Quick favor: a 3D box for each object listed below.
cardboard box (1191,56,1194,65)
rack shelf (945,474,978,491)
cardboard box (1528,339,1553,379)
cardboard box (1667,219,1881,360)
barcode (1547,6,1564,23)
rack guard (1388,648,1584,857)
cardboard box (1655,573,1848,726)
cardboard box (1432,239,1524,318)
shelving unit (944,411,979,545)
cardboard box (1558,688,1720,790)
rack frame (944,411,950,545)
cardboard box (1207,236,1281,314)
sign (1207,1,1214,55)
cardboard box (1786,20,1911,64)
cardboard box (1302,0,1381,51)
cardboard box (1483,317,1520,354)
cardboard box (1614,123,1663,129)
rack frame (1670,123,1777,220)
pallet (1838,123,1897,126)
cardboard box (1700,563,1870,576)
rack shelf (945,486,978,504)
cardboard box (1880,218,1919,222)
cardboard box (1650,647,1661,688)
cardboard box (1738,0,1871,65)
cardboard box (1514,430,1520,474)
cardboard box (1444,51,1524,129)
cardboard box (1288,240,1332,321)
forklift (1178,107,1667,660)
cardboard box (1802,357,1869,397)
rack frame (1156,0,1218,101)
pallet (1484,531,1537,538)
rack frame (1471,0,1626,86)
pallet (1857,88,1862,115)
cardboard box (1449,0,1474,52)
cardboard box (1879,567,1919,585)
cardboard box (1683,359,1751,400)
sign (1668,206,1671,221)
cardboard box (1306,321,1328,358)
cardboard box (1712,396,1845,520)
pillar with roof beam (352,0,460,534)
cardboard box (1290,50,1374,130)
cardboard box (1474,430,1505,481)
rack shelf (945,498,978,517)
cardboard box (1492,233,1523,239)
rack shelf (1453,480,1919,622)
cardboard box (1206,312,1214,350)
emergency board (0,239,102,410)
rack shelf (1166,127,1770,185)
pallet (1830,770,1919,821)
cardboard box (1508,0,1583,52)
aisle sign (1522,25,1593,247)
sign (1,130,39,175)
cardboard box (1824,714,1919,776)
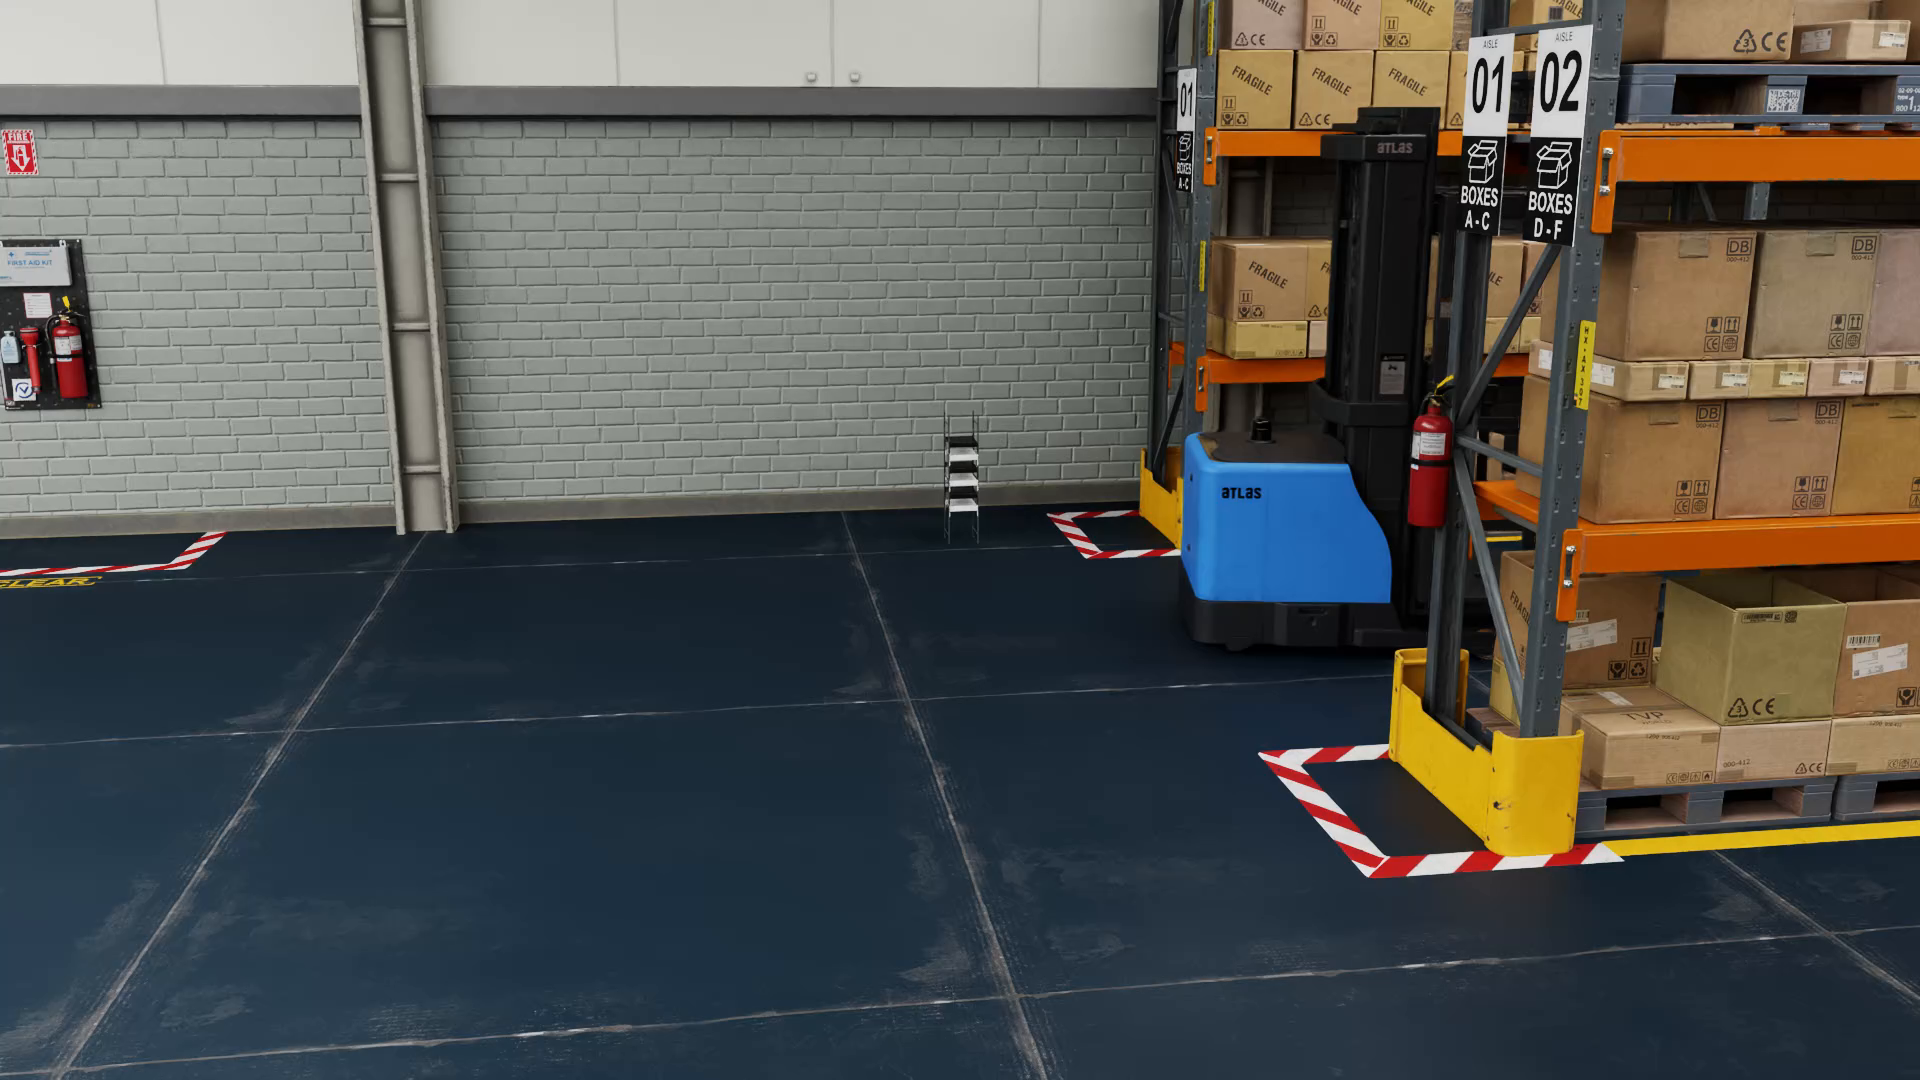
[{"bbox_3d":[1.895,-3.112,11.550,0.500,0.500,0.500,-1,14,-4],"label":"cardboard box"},{"bbox_3d":[0.008,-0.404,11.622,0.200,0.077,0.258,-2,14,-8],"label":"rack shelf"},{"bbox_3d":[2.611,-0.754,7.022,0.250,0.149,0.380,-2,14,-9],"label":"cardboard box"},{"bbox_3d":[3.297,-1.045,6.849,0.500,0.500,0.700,-2,14,-10],"label":"cardboard box"},{"bbox_3d":[2.488,-2.194,6.946,0.075,0.075,0.001,-2,14,-8],"label":"barcode"},{"bbox_3d":[2.238,0.882,7.176,0.348,0.500,1.175,-2,14,-8],"label":"rack guard"},{"bbox_3d":[3.319,0.451,7.006,0.500,0.500,0.500,-2,14,-8],"label":"cardboard box"},{"bbox_3d":[3.548,-1.822,11.548,0.500,0.500,0.500,-2,14,-7],"label":"cardboard box"},{"bbox_3d":[0.008,-0.437,11.614,0.210,0.900,0.258,-2,14,-8],"label":"shelving unit"},{"bbox_3d":[2.825,0.833,7.023,0.500,0.250,0.500,-2,14,-8],"label":"cardboard box"},{"bbox_3d":[-0.093,-0.433,11.599,0.006,0.900,0.240,-2,14,-8],"label":"rack frame"},{"bbox_3d":[1.955,-1.891,11.823,0.500,0.500,0.500,-2,14,-9],"label":"cardboard box"},{"bbox_3d":[1.601,-3.271,10.634,0.005,0.325,0.100,-2,14,-8],"label":"sign"},{"bbox_3d":[3.451,-1.936,6.474,0.250,0.149,0.380,-2,14,-8],"label":"cardboard box"},{"bbox_3d":[2.441,-3.482,10.972,0.500,0.500,0.500,-2,14,-9],"label":"cardboard box"},{"bbox_3d":[3.566,-1.458,11.635,0.500,0.250,0.500,-2,14,-8],"label":"cardboard box"},{"bbox_3d":[4.511,-3.088,11.454,0.500,0.500,0.500,-3,14,-13],"label":"cardboard box"},{"bbox_3d":[5.476,-1.667,12.204,0.127,3.000,1.000,-2,14,-8],"label":"rack frame"},{"bbox_3d":[7.127,-3.066,12.002,1.003,0.211,1.213,-2,14,-8],"label":"pallet"},{"bbox_3d":[3.734,0.304,7.589,0.500,0.500,0.500,-2,14,-8],"label":"cardboard box"},{"bbox_3d":[0.008,-0.317,11.644,0.200,0.077,0.258,-2,14,-8],"label":"rack shelf"},{"bbox_3d":[4.291,-1.082,6.996,0.500,0.500,0.700,-2,14,-8],"label":"cardboard box"},{"bbox_3d":[3.241,0.687,7.603,0.500,0.250,0.500,-2,14,-8],"label":"cardboard box"},{"bbox_3d":[3.361,-2.090,6.880,0.500,0.250,0.500,-2,14,-8],"label":"cardboard box"},{"bbox_3d":[4.455,-0.621,12.266,0.500,0.500,0.500,-3,14,-13],"label":"cardboard box"},{"bbox_3d":[3.464,-3.043,11.275,0.500,0.500,0.500,-1,14,-5],"label":"cardboard box"},{"bbox_3d":[2.527,-1.784,11.393,0.500,0.500,0.500,-2,14,-8],"label":"cardboard box"},{"bbox_3d":[2.818,-0.896,9.271,3.031,2.935,1.130,0,14,2],"label":"forklift"},{"bbox_3d":[3.439,-0.684,6.744,0.250,0.149,0.380,-2,14,-9],"label":"cardboard box"},{"bbox_3d":[1.520,-4.432,10.896,0.127,3.000,1.000,-2,14,-8],"label":"rack frame"},{"bbox_3d":[3.608,-0.237,12.233,1.213,0.211,1.003,-2,14,-8],"label":"pallet"},{"bbox_3d":[2.262,-3.241,6.146,0.127,3.000,1.000,-2,14,-8],"label":"rack frame"},{"bbox_3d":[4.174,-1.807,6.778,1.213,0.211,1.003,-2,14,-8],"label":"pallet"},{"bbox_3d":[3.435,-3.650,11.643,0.500,0.500,0.500,-2,14,-8],"label":"cardboard box"},{"bbox_3d":[4.309,0.416,7.146,0.500,0.500,0.500,-2,14,-8],"label":"cardboard box"},{"bbox_3d":[2.943,-0.667,6.675,0.250,0.149,0.380,-2,14,-10],"label":"cardboard box"},{"bbox_3d":[5.389,-2.362,12.595,0.005,0.325,0.100,-2,14,-8],"label":"sign"},{"bbox_3d":[2.561,-1.423,11.497,0.500,0.250,0.500,-3,14,-10],"label":"cardboard box"},{"bbox_3d":[3.244,-0.414,6.999,0.500,0.500,0.700,-2,14,-7],"label":"cardboard box"},{"bbox_3d":[-3.208,-3.413,6.831,0.400,9.000,9.100,-2,14,-8],"label":"pillar with roof beam"},{"bbox_3d":[2.424,-2.998,11.098,0.500,0.500,0.500,-1,14,-5],"label":"cardboard box"},{"bbox_3d":[3.514,-0.562,12.031,0.500,0.500,0.700,-3,14,-12],"label":"cardboard box"},{"bbox_3d":[0.008,-0.230,11.665,0.200,0.077,0.258,-2,14,-8],"label":"rack shelf"},{"bbox_3d":[3.974,-1.967,12.123,0.500,0.500,0.500,-2,14,-7],"label":"cardboard box"},{"bbox_3d":[4.239,-0.055,7.252,4.000,0.370,1.077,-2,14,-8],"label":"rack shelf"},{"bbox_3d":[1.953,-1.523,11.895,0.500,0.250,0.500,-2,14,-7],"label":"cardboard box"},{"bbox_3d":[-6.299,-1.458,11.369,0.643,1.169,0.194,-2,14,-8],"label":"emergency board"},{"bbox_3d":[3.498,-2.701,11.638,4.000,0.370,1.077,-2,14,-8],"label":"rack shelf"},{"bbox_3d":[4.216,0.940,7.538,1.213,0.211,1.003,-2,14,-8],"label":"pallet"},{"bbox_3d":[3.965,-3.538,11.196,0.500,0.500,0.500,-3,14,-10],"label":"cardboard box"},{"bbox_3d":[2.242,-1.516,6.256,0.004,0.787,0.394,-2,14,-8],"label":"aisle sign"},{"bbox_3d":[-6.322,-2.606,11.182,0.199,0.298,0.001,-2,14,-8],"label":"sign"},{"bbox_3d":[3.814,0.796,7.170,0.500,0.250,0.500,-2,14,-8],"label":"cardboard box"}]
